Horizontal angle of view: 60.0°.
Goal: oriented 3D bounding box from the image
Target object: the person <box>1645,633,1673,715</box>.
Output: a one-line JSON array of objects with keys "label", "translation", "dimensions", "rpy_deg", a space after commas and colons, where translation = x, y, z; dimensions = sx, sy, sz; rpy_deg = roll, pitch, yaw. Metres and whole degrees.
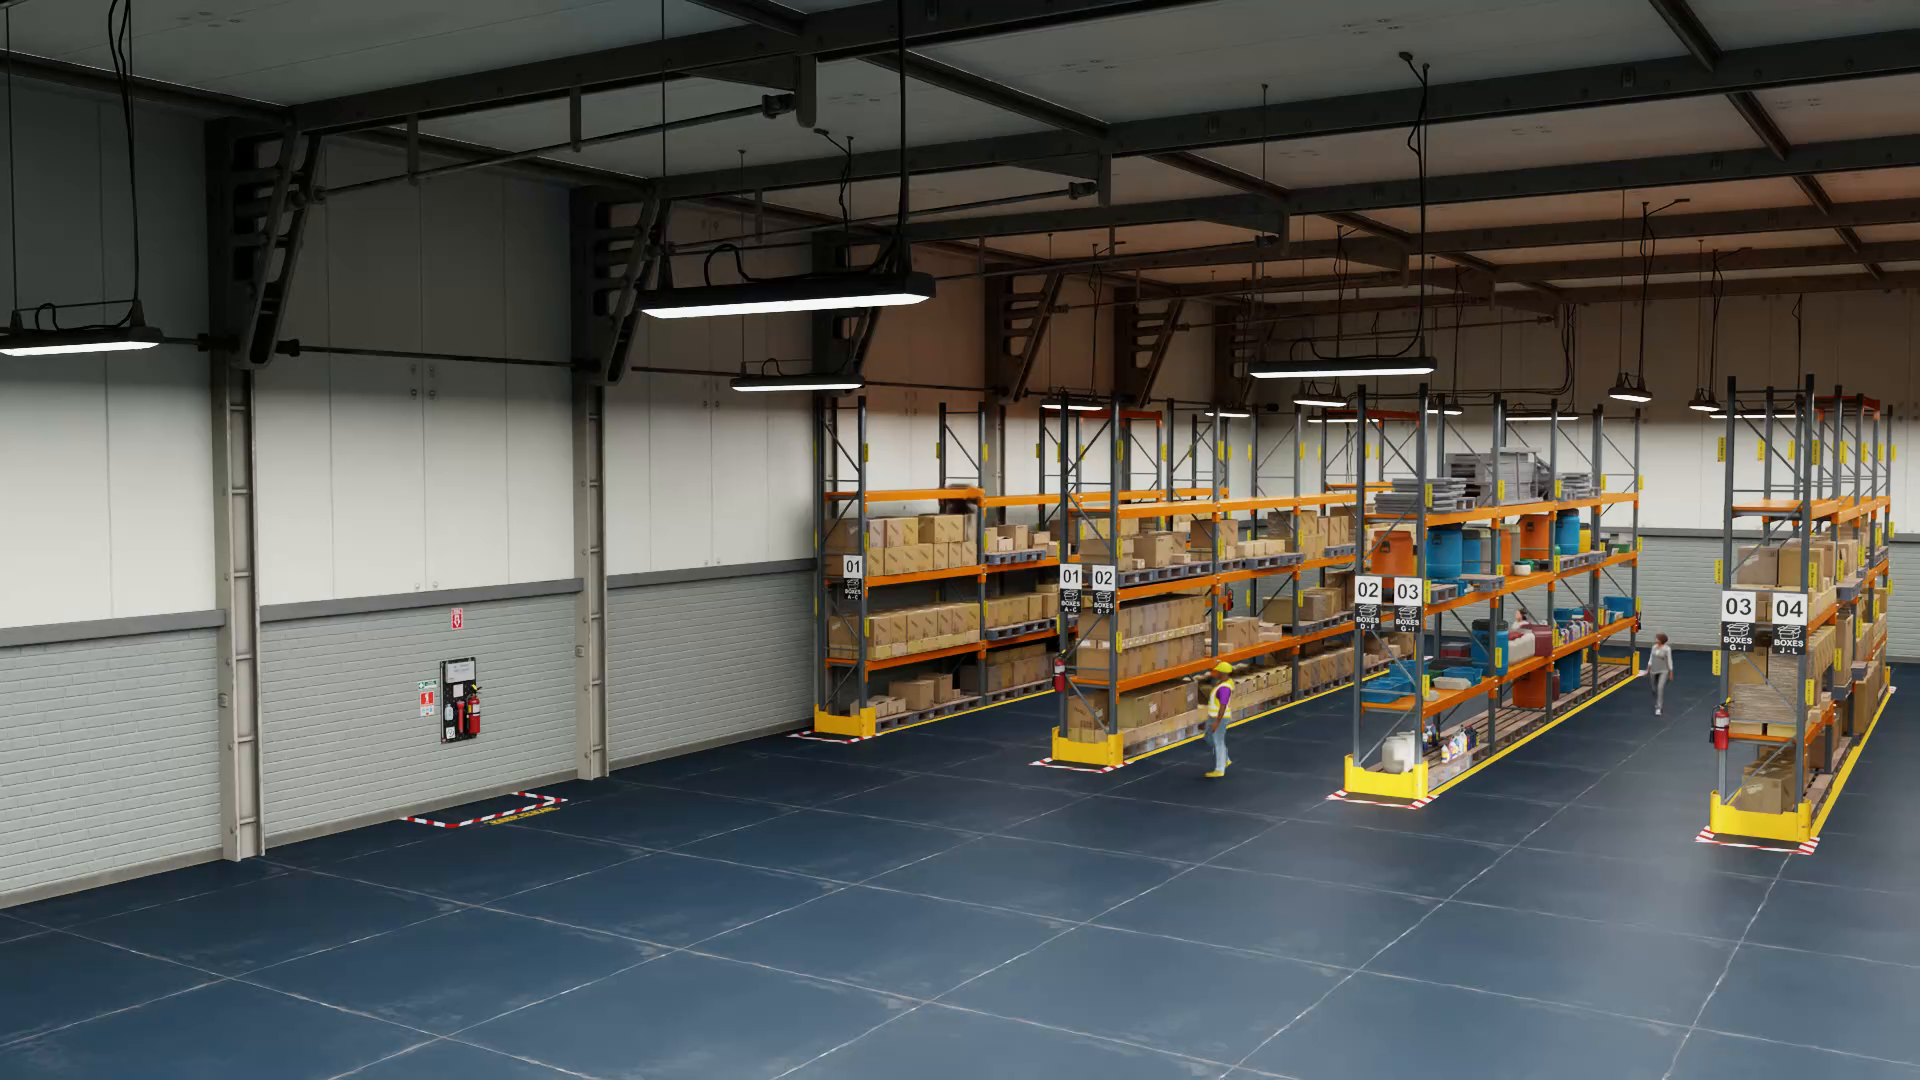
[{"label": "person", "translation": [13.418, 2.544, 31.881], "dimensions": [0.505, 1.552, 0.823], "rpy_deg": [2, 4, 33]}]

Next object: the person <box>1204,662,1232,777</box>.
[{"label": "person", "translation": [4.004, 2.758, 25.791], "dimensions": [0.501, 1.759, 0.673], "rpy_deg": [0, 3, -5]}]

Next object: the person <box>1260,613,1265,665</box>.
[{"label": "person", "translation": [7.050, 2.219, 38.061], "dimensions": [0.468, 1.554, 0.823], "rpy_deg": [2, 4, 31]}]

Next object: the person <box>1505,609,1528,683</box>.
[{"label": "person", "translation": [12.135, 2.294, 36.045], "dimensions": [0.980, 1.620, 0.464], "rpy_deg": [-2, 4, -35]}]
